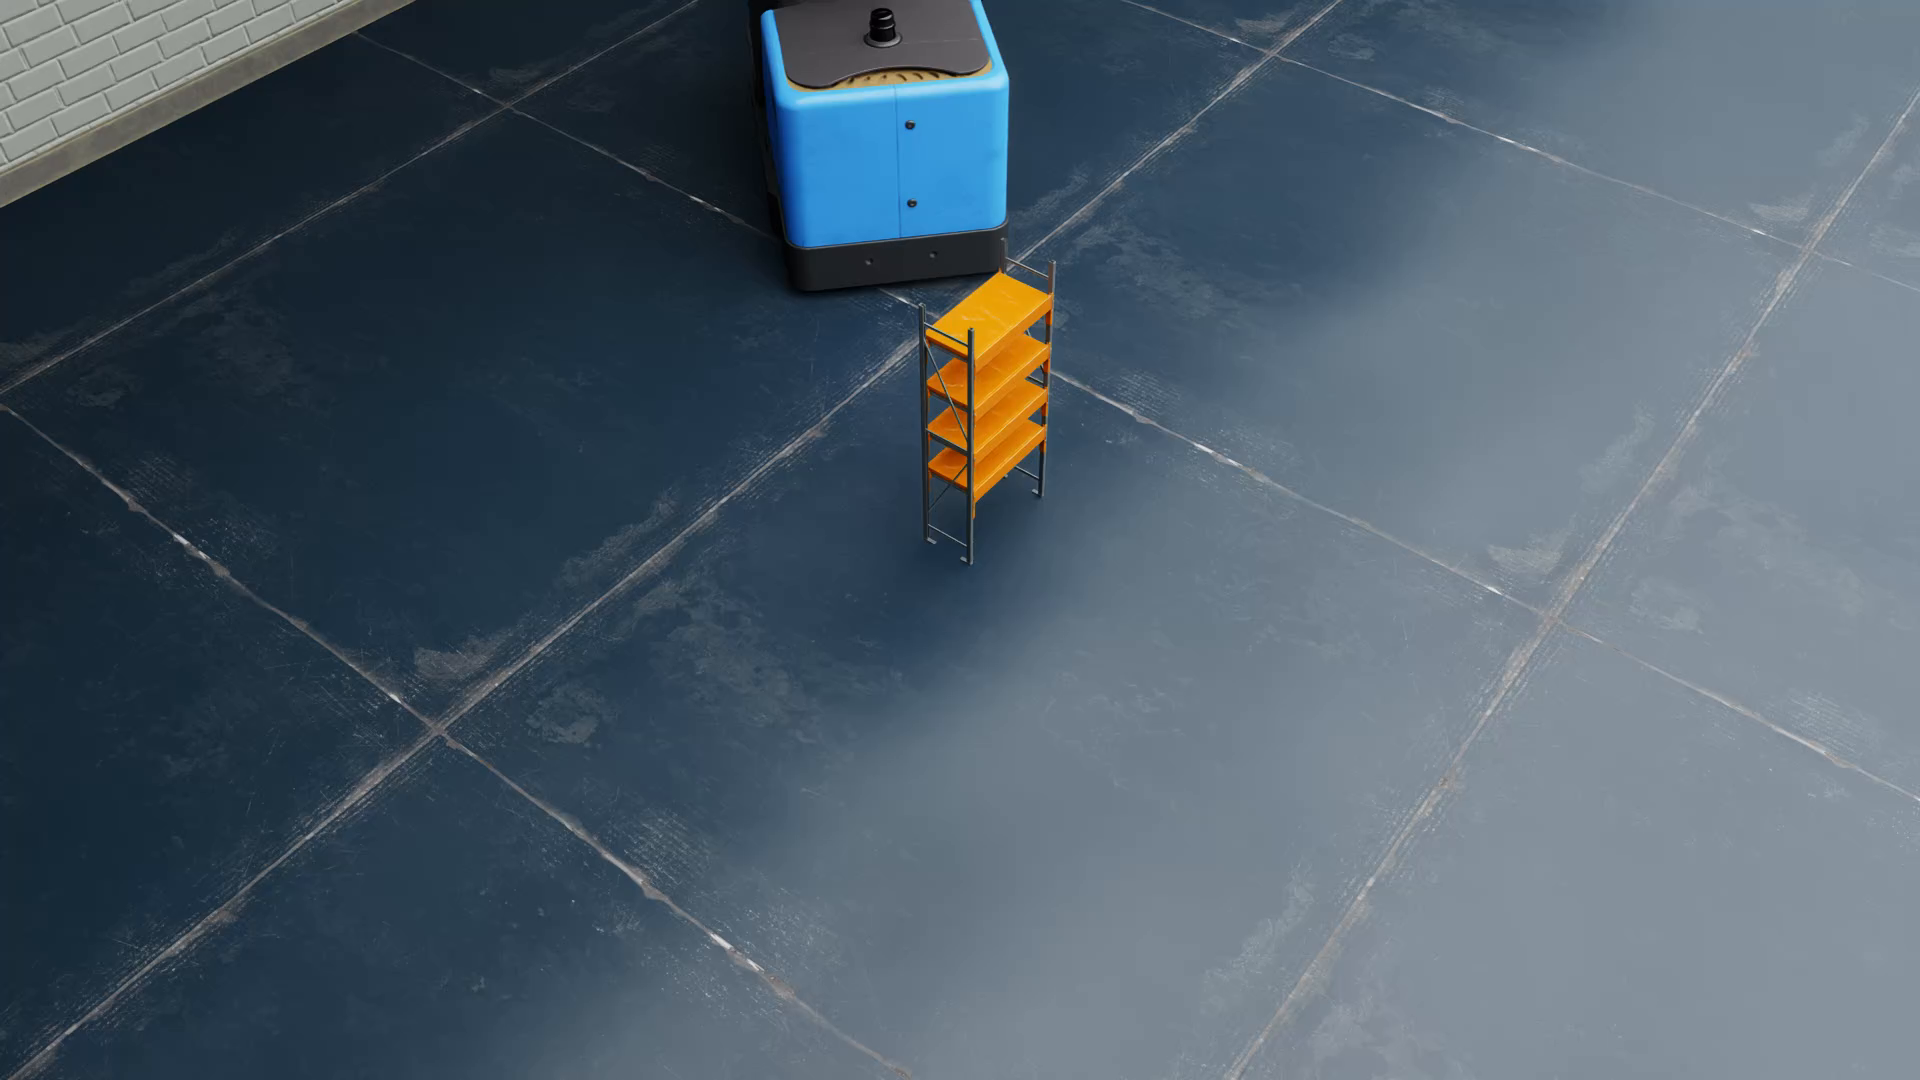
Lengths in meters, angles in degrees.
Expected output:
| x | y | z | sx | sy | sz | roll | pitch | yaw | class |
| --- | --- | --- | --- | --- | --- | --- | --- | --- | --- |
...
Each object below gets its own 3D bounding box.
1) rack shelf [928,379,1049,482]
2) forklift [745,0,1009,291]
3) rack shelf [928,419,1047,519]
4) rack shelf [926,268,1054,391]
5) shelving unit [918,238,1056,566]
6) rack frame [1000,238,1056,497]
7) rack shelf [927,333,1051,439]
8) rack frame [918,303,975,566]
| x | y | z | sx | sy | sz | roll | pitch | yaw | class |
| --- | --- | --- | --- | --- | --- | --- | --- | --- | --- |
| 0.101 | -0.463 | 6.455 | 0.258 | 0.148 | 0.480 | 29 | 53 | 25 | rack shelf |
| -0.533 | -3.255 | 7.833 | 1.130 | 2.935 | 3.031 | -7 | 47 | -7 | forklift |
| 0.101 | -0.326 | 6.599 | 0.258 | 0.148 | 0.480 | 29 | 53 | 25 | rack shelf |
| 0.101 | -0.781 | 6.122 | 0.258 | 0.148 | 0.480 | 29 | 53 | 25 | rack shelf |
| 0.101 | -0.509 | 6.407 | 0.258 | 1.200 | 0.503 | 29 | 53 | 25 | shelving unit |
| 0.250 | -0.649 | 6.540 | 0.240 | 1.200 | 0.015 | 29 | 53 | 25 | rack frame |
| 0.101 | -0.617 | 6.294 | 0.258 | 0.148 | 0.480 | 29 | 53 | 25 | rack shelf |
| -0.048 | -0.370 | 6.273 | 0.240 | 1.200 | 0.015 | 29 | 53 | 25 | rack frame |
